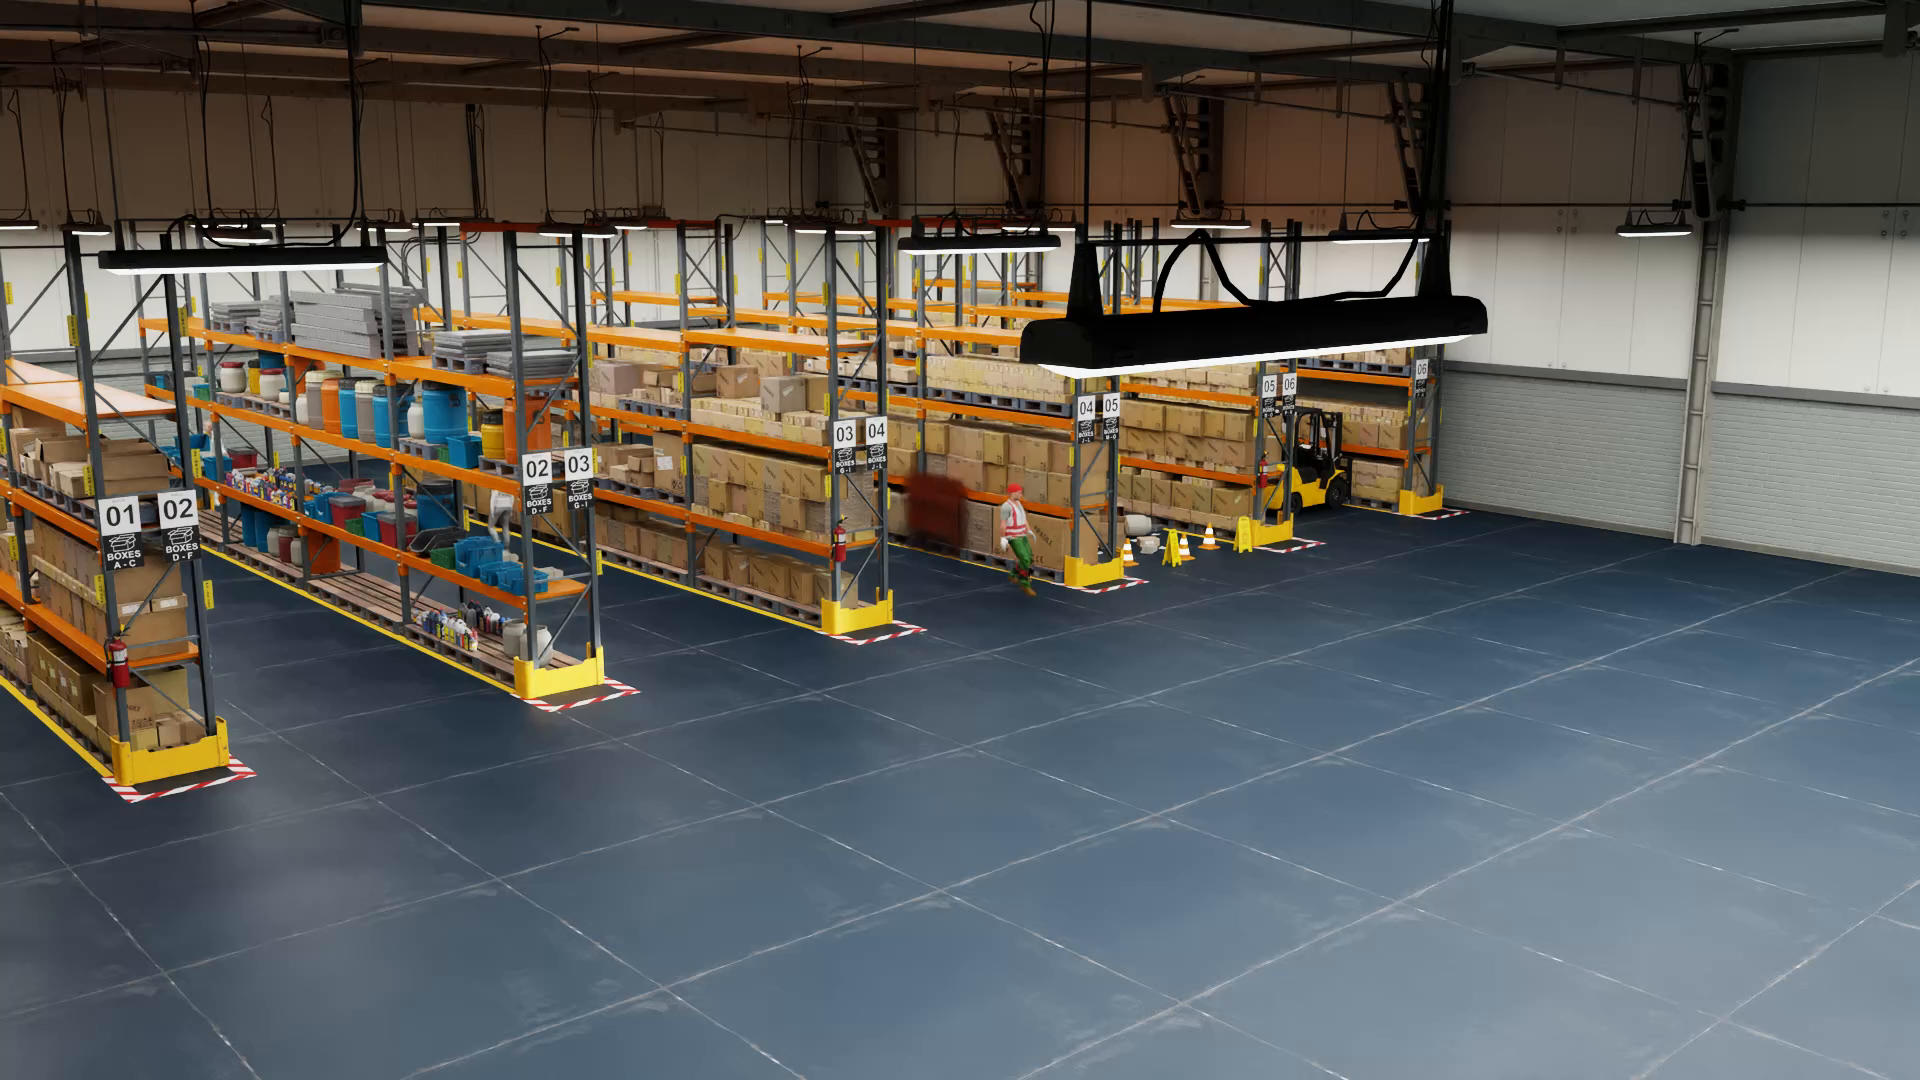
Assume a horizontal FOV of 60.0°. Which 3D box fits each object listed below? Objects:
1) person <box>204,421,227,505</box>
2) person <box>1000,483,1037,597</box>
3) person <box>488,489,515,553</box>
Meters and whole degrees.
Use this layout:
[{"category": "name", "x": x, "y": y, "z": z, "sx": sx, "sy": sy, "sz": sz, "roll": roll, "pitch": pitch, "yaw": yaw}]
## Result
[{"category": "person", "x": -16.031, "y": -1.682, "z": 35.702, "sx": 1.036, "sy": 1.747, "sz": 0.628, "roll": 8, "pitch": 14, "yaw": 35}, {"category": "person", "x": 1.018, "y": -0.021, "z": 26.796, "sx": 0.676, "sy": 1.764, "sz": 0.563, "roll": 7, "pitch": 14, "yaw": 32}, {"category": "person", "x": -8.382, "y": -0.554, "z": 30.338, "sx": 0.382, "sy": 1.679, "sz": 0.581, "roll": 11, "pitch": 16, "yaw": 43}]
